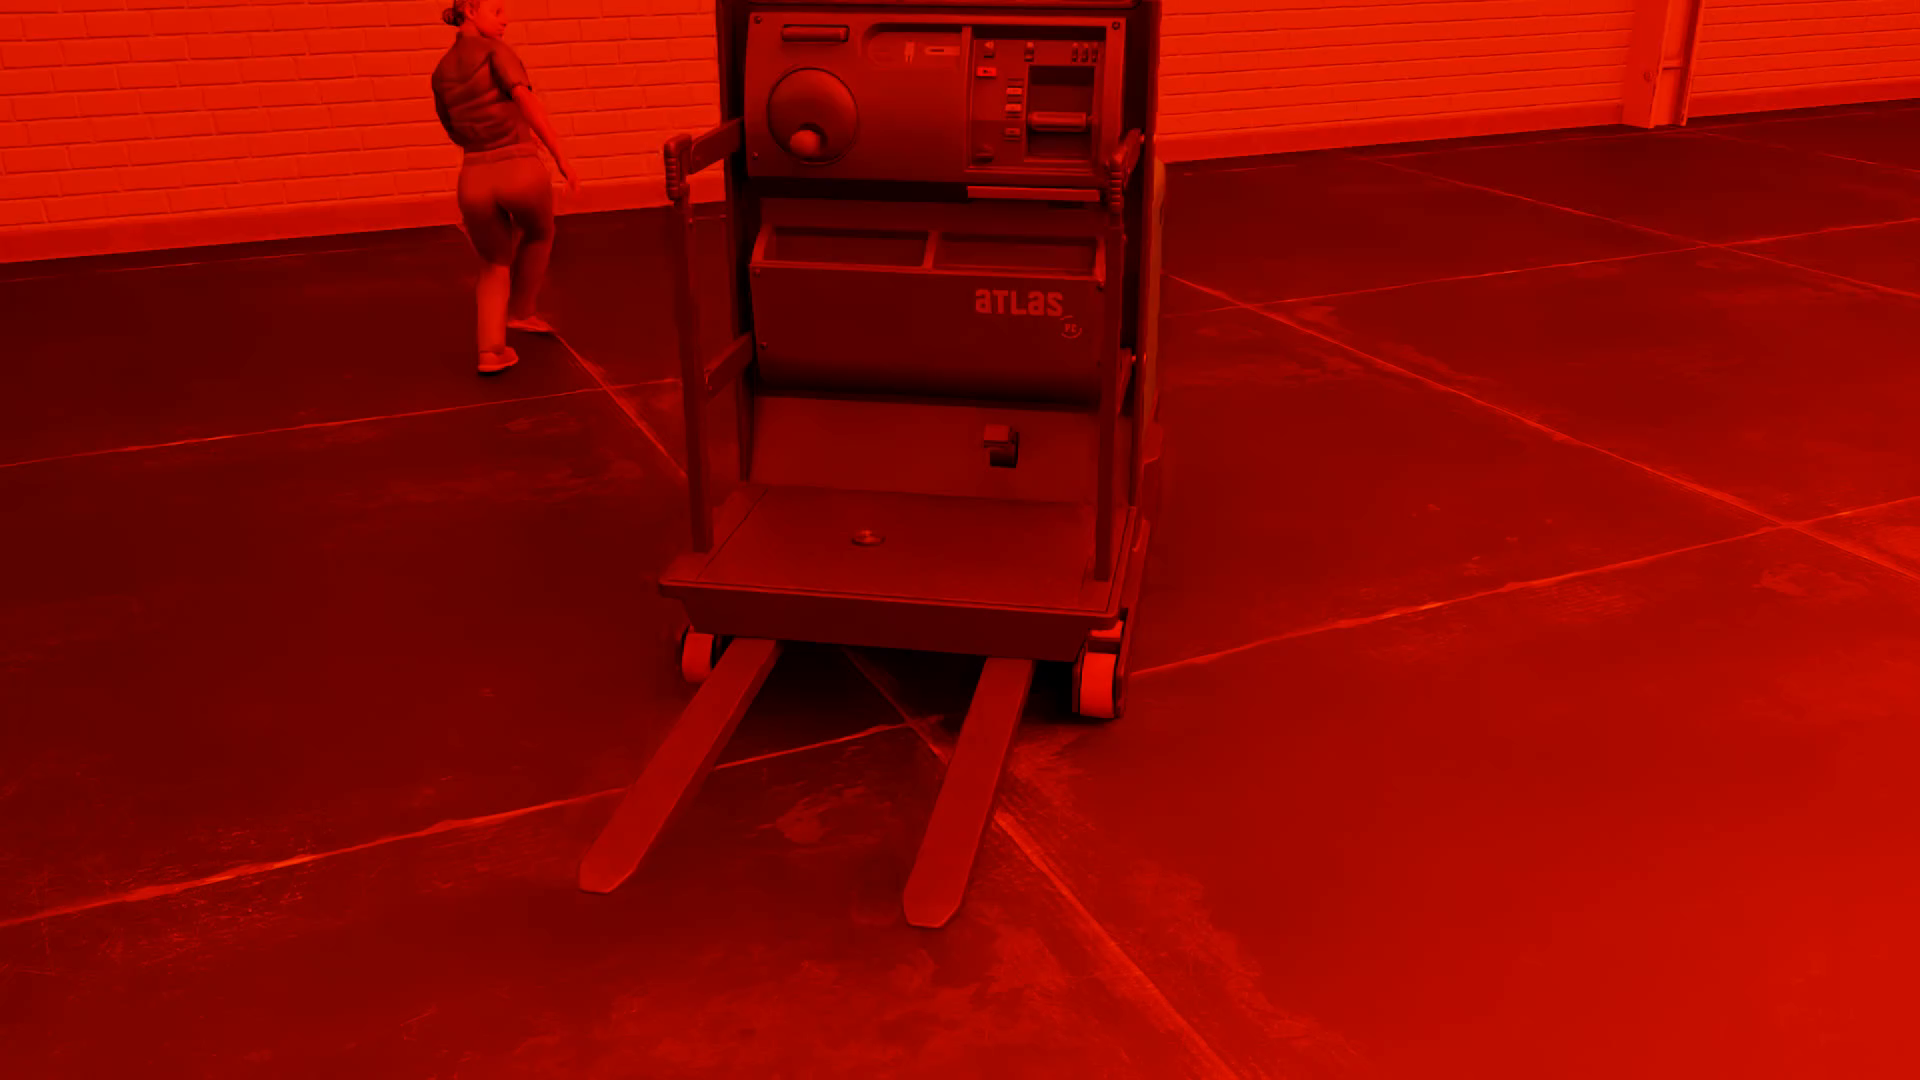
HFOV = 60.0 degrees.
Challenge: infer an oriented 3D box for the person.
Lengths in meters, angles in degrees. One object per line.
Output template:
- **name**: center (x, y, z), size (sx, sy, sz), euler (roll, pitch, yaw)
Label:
- **person**: center (-1.751, -1.472, 6.722), size (0.688, 1.501, 0.744), euler (3, 23, 8)

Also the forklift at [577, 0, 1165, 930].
- **forklift**: center (-0.102, -1.066, 3.851), size (1.130, 2.935, 3.031), euler (4, 23, 9)
